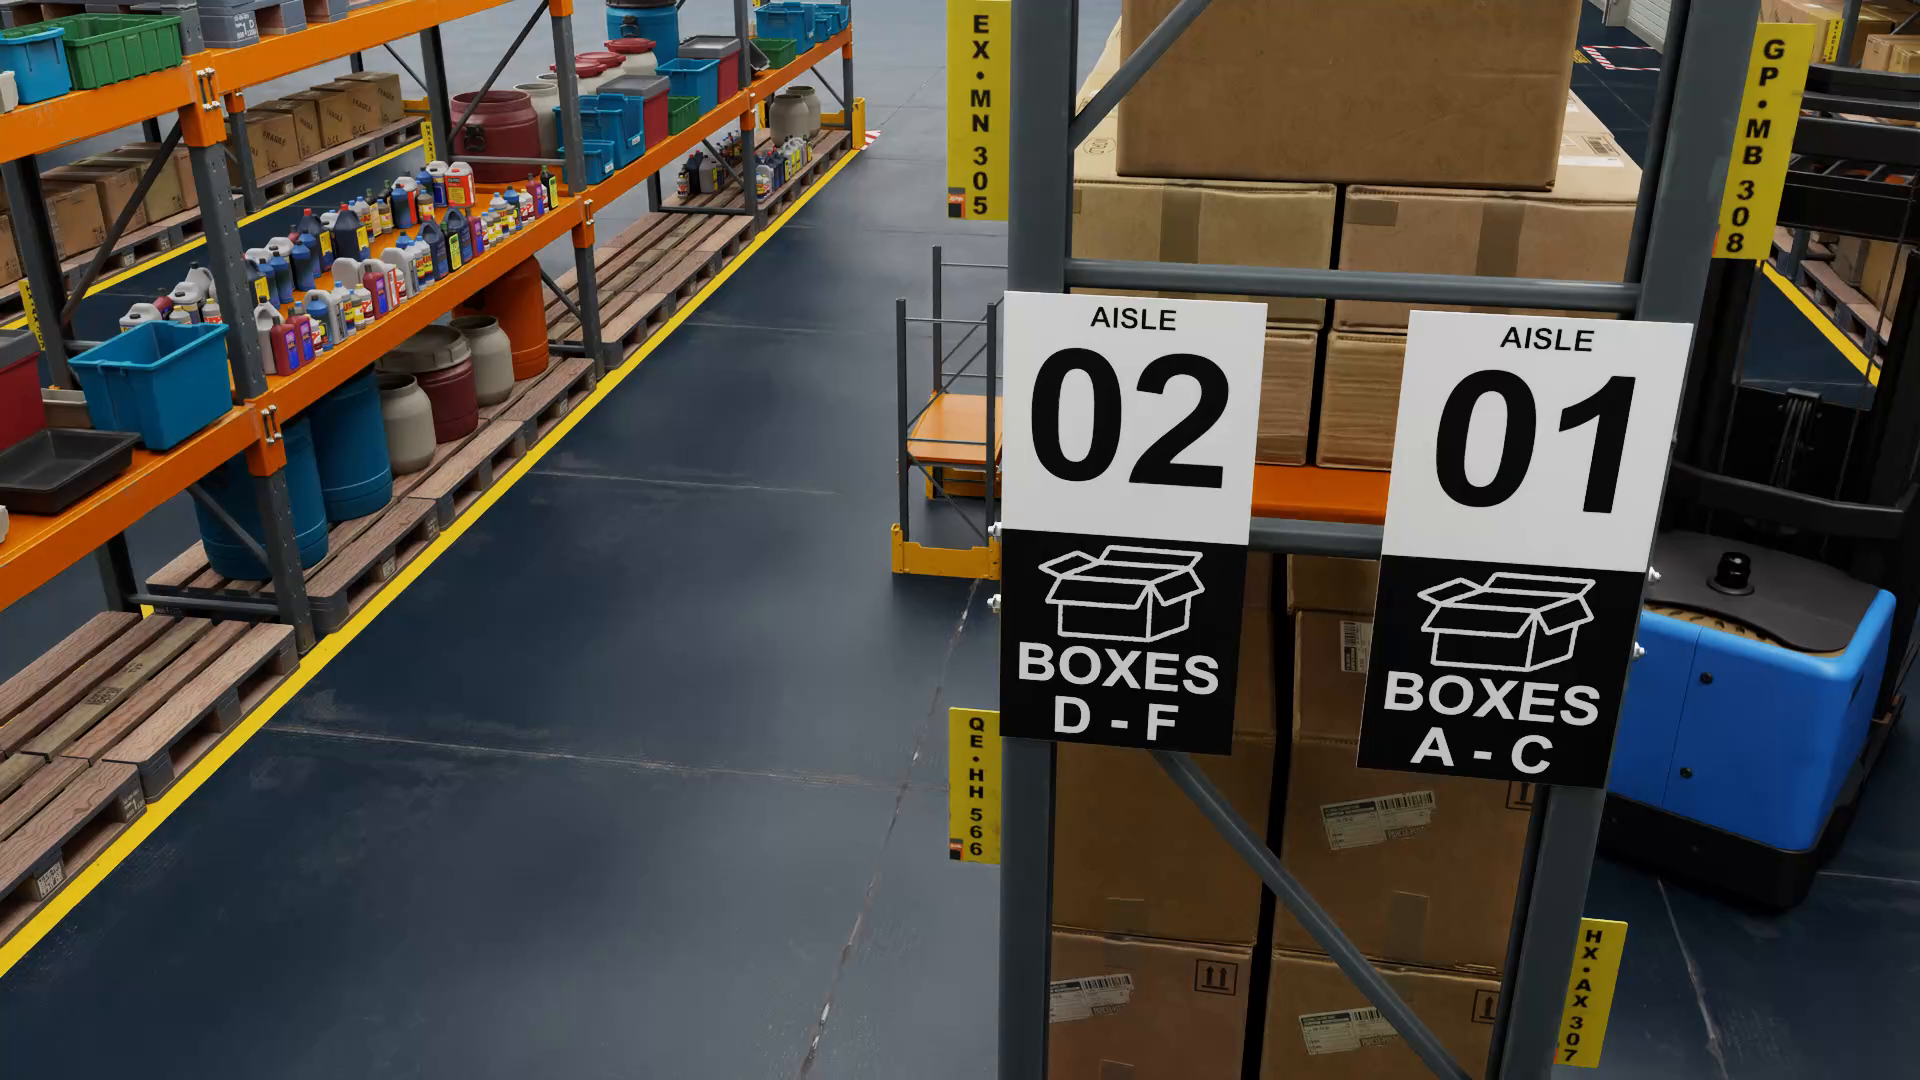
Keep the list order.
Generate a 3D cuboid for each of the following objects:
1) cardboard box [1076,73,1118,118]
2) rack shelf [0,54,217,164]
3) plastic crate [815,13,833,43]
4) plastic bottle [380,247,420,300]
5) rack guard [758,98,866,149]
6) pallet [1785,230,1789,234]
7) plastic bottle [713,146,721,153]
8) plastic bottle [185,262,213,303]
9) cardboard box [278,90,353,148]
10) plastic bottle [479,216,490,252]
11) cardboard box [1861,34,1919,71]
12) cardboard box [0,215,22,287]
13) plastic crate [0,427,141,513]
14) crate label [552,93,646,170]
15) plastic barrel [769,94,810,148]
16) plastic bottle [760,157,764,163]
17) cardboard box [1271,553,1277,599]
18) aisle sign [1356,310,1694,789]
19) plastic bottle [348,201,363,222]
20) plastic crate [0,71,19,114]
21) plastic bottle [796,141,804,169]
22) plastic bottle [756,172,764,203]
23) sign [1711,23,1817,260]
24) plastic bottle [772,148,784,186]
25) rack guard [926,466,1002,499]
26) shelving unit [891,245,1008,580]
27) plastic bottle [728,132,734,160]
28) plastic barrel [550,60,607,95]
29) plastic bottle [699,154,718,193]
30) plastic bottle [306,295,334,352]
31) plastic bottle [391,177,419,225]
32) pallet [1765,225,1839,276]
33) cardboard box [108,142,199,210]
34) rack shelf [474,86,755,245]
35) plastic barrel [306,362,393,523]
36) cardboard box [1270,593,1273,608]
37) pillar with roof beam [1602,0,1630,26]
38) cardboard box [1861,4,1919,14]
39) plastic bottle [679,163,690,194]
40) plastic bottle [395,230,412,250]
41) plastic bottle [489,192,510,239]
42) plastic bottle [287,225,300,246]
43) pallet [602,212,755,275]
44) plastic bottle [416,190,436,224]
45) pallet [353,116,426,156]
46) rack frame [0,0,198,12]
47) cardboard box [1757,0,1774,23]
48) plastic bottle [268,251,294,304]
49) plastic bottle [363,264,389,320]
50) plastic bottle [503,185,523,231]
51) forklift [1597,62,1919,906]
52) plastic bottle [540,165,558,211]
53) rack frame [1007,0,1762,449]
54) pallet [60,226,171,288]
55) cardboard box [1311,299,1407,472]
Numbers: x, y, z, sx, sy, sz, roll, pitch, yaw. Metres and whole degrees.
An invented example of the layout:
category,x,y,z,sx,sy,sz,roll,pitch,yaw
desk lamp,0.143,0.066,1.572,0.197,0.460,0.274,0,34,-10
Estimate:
category,x,y,z,sx,sy,sz,roll,pitch,yaw
cardboard box,0.489,-0.795,3.460,0.500,0.250,0.500,4,25,9
rack shelf,-3.985,-1.051,5.267,1.077,0.370,4.000,4,25,9
plastic crate,-1.595,-5.305,17.220,0.499,0.251,0.408,4,25,9
plastic bottle,-3.017,-1.450,8.955,0.152,0.276,0.135,4,25,9
rack guard,-1.662,-4.706,18.714,1.175,0.500,0.348,4,25,9
pallet,7.696,-3.046,15.508,1.003,0.211,1.213,4,25,9
plastic bottle,-2.415,-3.738,16.392,0.152,0.276,0.135,4,25,9
plastic bottle,-3.830,-1.239,8.417,0.144,0.351,0.185,4,25,9
cardboard box,-6.886,-4.502,17.782,0.500,0.500,0.500,6,26,13
plastic bottle,-2.835,-1.810,9.813,0.097,0.201,0.097,0,25,0
cardboard box,7.307,-3.548,12.655,0.700,0.500,0.500,4,25,9
cardboard box,-7.801,-2.219,12.882,0.700,0.500,0.500,3,25,6
plastic crate,-3.576,-0.270,6.543,0.437,0.125,0.590,4,25,9
crate label,-2.575,-2.940,11.951,0.502,0.435,0.616,4,25,9
plastic barrel,-1.811,-4.446,17.650,0.421,0.512,0.421,0,25,0
plastic bottle,-1.904,-3.542,15.978,0.097,0.271,0.097,0,25,0
cardboard box,1.154,-0.143,4.719,0.500,0.500,0.500,4,25,8
aisle sign,0.853,0.035,2.571,0.394,0.787,0.004,4,25,9
plastic bottle,-3.591,-1.877,9.874,0.097,0.271,0.097,0,25,0
plastic crate,-3.490,-1.535,5.764,0.293,0.136,0.466,4,25,9
plastic bottle,-1.655,-3.879,16.692,0.152,0.276,0.135,3,25,7
plastic bottle,-1.866,-3.267,15.390,0.097,0.271,0.097,0,25,0
sign,1.110,-0.554,2.325,0.100,0.325,0.005,4,25,9
plastic bottle,-1.778,-3.588,15.982,0.144,0.351,0.185,3,25,6
rack guard,0.094,-0.353,9.710,0.587,0.250,0.087,4,25,9
shelving unit,0.012,-0.711,9.000,0.587,1.500,1.083,4,25,9
plastic bottle,-2.355,-4.012,16.968,0.061,0.283,0.133,4,25,9
plastic barrel,-2.914,-3.389,12.792,0.433,0.535,0.433,0,25,0
plastic bottle,-2.387,-3.479,15.750,0.144,0.351,0.185,4,25,9
plastic bottle,-3.138,-1.066,8.141,0.097,0.271,0.097,0,25,0
plastic bottle,-3.469,-2.119,10.385,0.152,0.276,0.135,4,25,9
pallet,7.499,-2.534,14.415,1.003,0.211,1.213,4,25,9
cardboard box,-7.358,-3.355,15.309,0.700,0.500,0.500,2,25,4
rack shelf,-2.677,-3.038,13.051,1.077,0.370,4.000,4,25,9
plastic barrel,-3.436,-0.617,9.009,0.600,0.901,0.708,4,25,9
cardboard box,1.155,0.316,4.919,0.500,0.500,0.500,4,25,9
pillar with roof beam,6.530,-12.868,26.127,9.100,9.000,0.400,4,25,9
cardboard box,7.795,-4.193,13.938,0.500,0.500,0.500,4,25,8
plastic bottle,-2.597,-3.393,15.646,0.061,0.283,0.133,5,26,11
plastic bottle,-3.081,-1.586,9.251,0.097,0.271,0.097,0,25,0
plastic bottle,-2.787,-1.964,10.059,0.097,0.271,0.097,0,25,0
plastic bottle,-3.717,-1.606,9.280,0.061,0.283,0.133,4,25,9
pallet,-2.440,-2.606,14.569,1.003,0.211,1.213,4,25,9
plastic bottle,-3.343,-2.084,10.399,0.097,0.201,0.097,0,25,0
pallet,-6.763,-4.584,18.795,1.003,0.211,1.213,4,25,9
rack frame,-3.658,-3.571,6.265,1.000,3.000,0.127,4,25,9
cardboard box,7.449,-4.650,14.915,0.500,0.500,0.500,5,26,10
plastic bottle,-3.622,-1.402,8.860,0.097,0.271,0.097,0,25,0
plastic bottle,-3.032,-1.297,8.620,0.061,0.283,0.133,4,25,9
plastic bottle,-2.756,-2.045,10.233,0.097,0.271,0.097,0,25,0
forklift,3.579,-0.529,6.922,1.130,2.935,3.031,18,30,33
plastic bottle,-2.649,-2.276,10.711,0.061,0.283,0.133,4,25,9
rack frame,0.575,-1.554,1.955,1.000,3.000,0.127,4,25,9
pallet,-7.559,-2.443,14.220,1.003,0.211,1.213,4,25,9
cardboard box,0.910,-0.325,3.044,0.500,0.250,0.500,4,25,9
